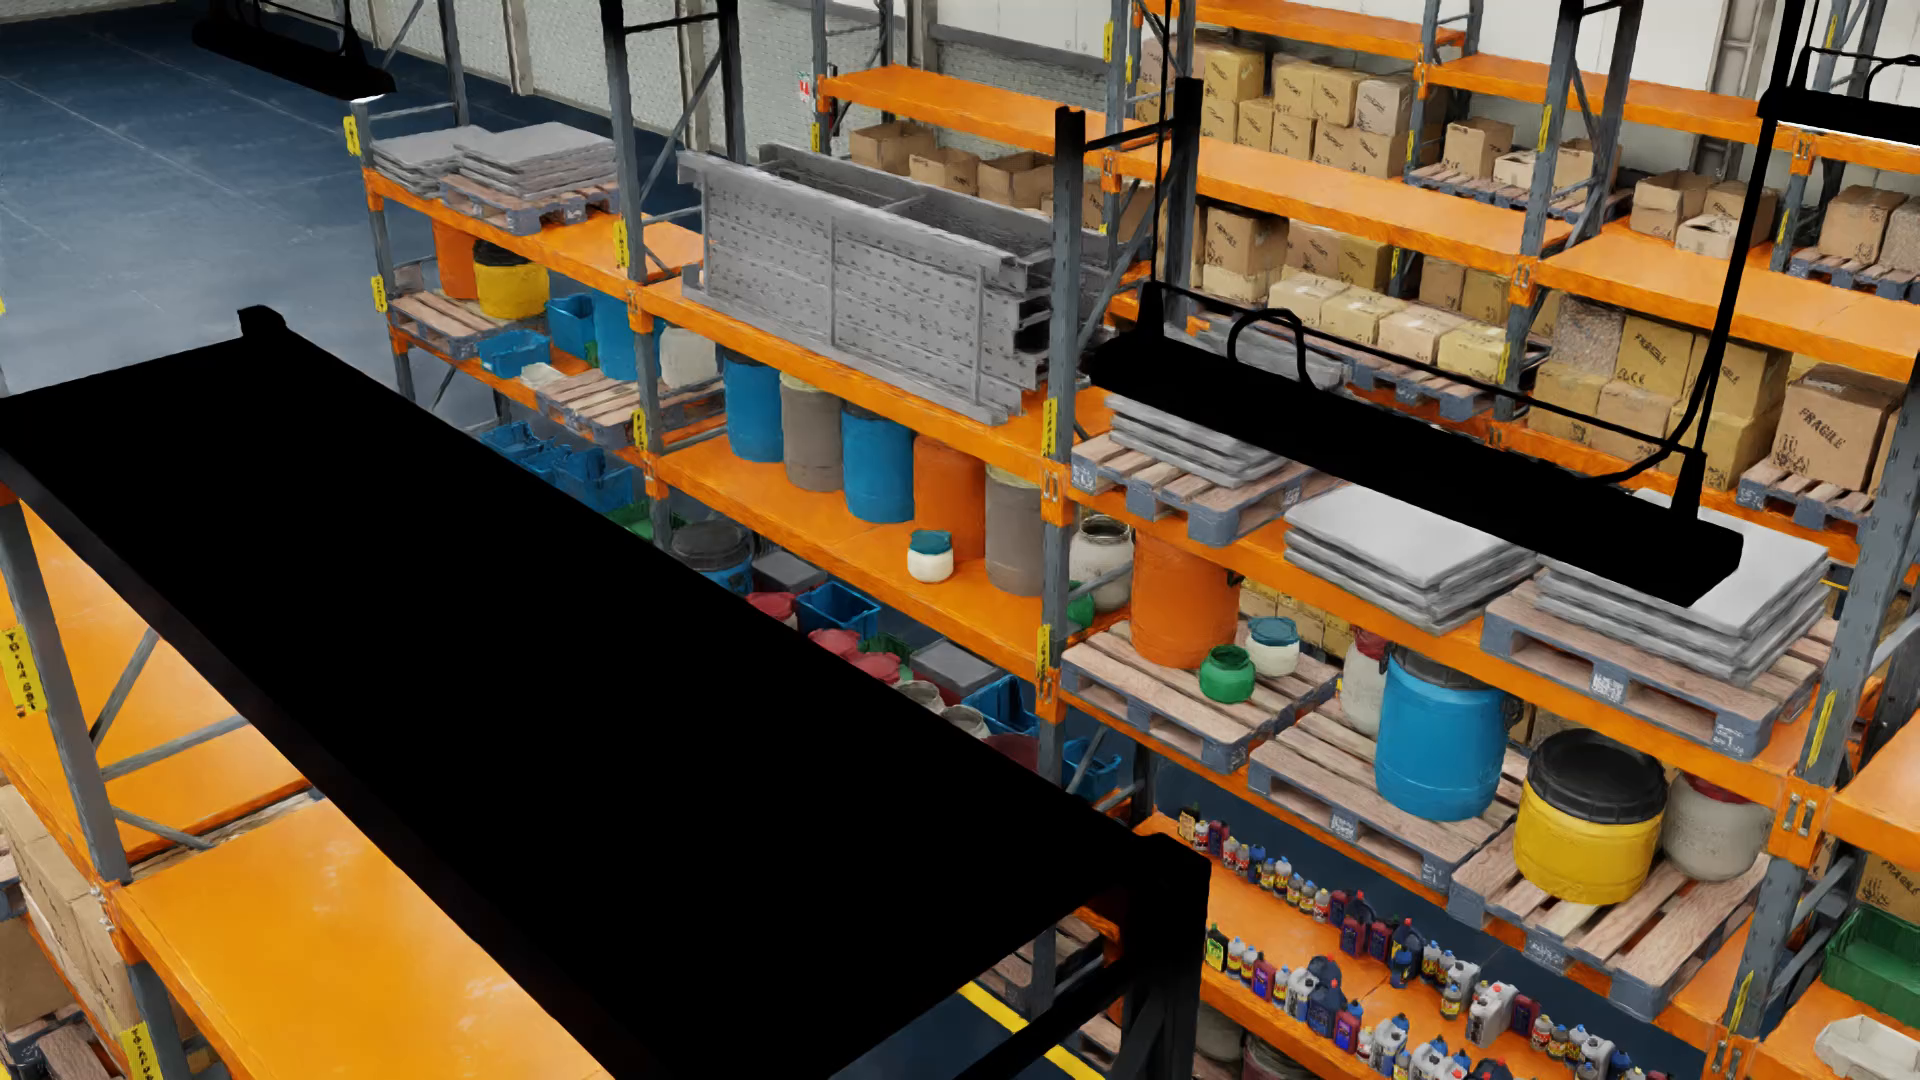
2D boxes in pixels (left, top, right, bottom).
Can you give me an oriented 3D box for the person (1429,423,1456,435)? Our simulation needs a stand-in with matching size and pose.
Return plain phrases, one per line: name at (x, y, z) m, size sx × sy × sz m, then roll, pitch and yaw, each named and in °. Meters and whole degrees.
person at (4.575, -0.469, 15.821) m, size 0.555 × 1.781 × 0.625 m, roll -6°, pitch 29°, yaw -11°
